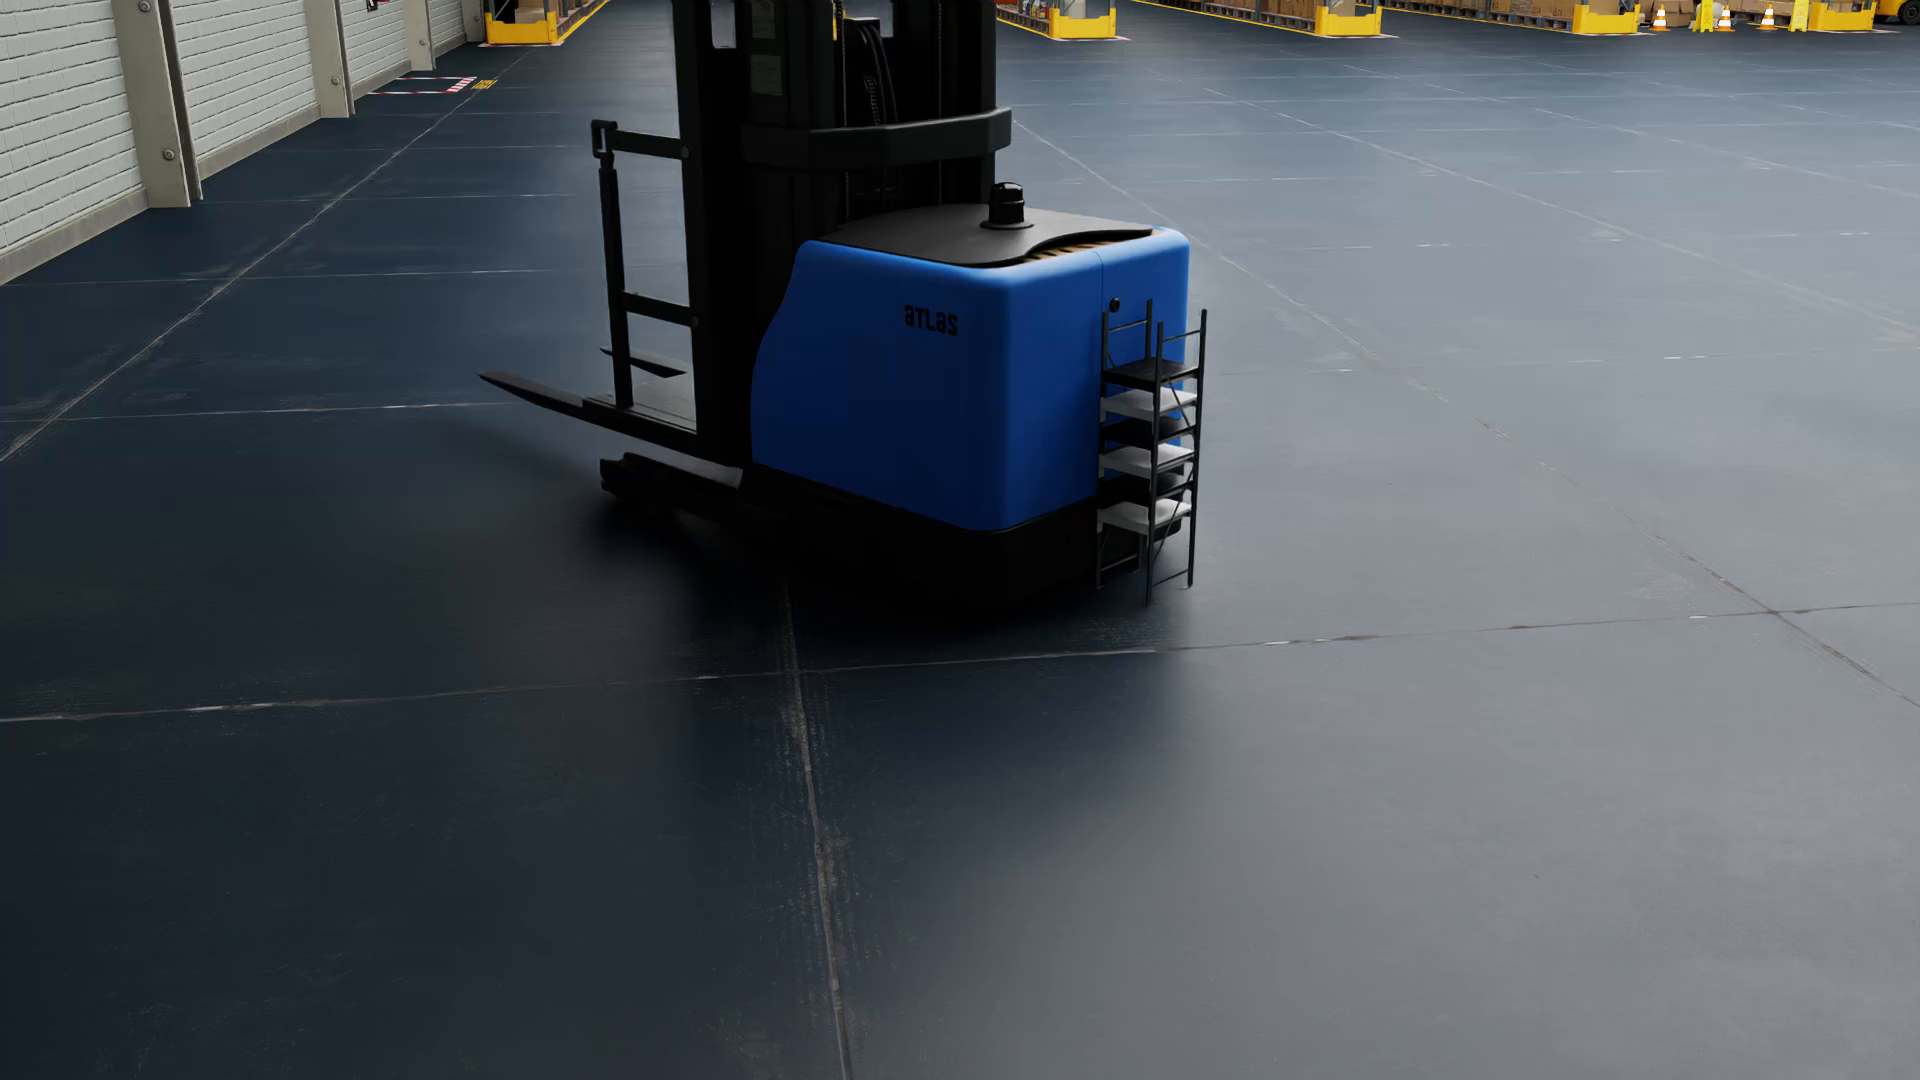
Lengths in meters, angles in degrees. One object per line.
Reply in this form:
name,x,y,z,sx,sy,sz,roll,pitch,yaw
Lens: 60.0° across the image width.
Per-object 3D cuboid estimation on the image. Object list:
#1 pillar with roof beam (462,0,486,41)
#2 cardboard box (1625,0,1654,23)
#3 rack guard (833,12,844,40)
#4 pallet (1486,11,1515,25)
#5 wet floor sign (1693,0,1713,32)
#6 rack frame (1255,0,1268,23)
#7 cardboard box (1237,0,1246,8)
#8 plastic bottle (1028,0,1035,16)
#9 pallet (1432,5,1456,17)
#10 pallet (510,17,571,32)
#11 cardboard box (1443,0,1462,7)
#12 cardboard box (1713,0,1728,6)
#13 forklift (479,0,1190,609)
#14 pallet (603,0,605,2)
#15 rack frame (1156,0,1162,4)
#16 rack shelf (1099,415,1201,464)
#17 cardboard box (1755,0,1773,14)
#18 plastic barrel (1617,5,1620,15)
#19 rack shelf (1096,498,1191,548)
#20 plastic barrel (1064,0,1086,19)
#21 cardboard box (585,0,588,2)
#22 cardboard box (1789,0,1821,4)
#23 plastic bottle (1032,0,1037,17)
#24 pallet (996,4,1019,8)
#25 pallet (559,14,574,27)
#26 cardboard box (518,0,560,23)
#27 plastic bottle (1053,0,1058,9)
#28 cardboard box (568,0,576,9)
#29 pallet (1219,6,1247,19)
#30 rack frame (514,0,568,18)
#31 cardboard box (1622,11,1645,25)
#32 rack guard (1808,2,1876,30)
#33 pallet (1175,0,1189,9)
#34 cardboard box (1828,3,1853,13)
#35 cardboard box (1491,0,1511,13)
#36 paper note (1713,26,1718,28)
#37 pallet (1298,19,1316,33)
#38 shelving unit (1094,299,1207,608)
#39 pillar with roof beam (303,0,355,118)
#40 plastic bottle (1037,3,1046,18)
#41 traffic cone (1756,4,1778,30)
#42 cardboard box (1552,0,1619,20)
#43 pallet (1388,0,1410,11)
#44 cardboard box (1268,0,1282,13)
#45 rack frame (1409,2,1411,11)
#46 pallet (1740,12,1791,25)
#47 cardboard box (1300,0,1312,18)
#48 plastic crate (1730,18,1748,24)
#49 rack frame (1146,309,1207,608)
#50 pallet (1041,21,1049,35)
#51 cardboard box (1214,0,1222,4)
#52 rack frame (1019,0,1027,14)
pillar with roof beam,-4.237,-13.196,28.185,9.100,9.000,0.400,-3,21,-8
cardboard box,14.069,-10.917,34.032,0.797,0.637,0.503,-3,21,-8
rack guard,-2.636,-9.041,29.209,1.175,0.500,0.348,-3,21,-8
pallet,11.543,-10.746,34.185,1.003,0.211,1.213,-3,21,-8
wet floor sign,14.051,-9.921,31.357,0.267,0.644,0.232,-7,21,-17
rack frame,6.588,-12.104,33.836,1.000,3.000,0.127,-3,21,-8
cardboard box,6.389,-11.712,35.732,0.700,0.500,0.500,-5,21,-12
plastic bottle,1.419,-10.454,32.575,0.144,0.351,0.185,-4,21,-10
pallet,11.145,-11.699,36.739,1.003,0.211,1.213,-3,21,-8
pallet,-7.985,-9.817,31.700,1.003,0.211,1.213,-3,21,-8
cardboard box,11.197,-12.007,36.191,1.050,0.750,0.750,-3,21,-8
cardboard box,16.212,-11.295,34.999,0.500,0.250,0.500,-4,21,-10
forklift,-0.673,-1.581,5.759,3.031,2.935,1.130,18,27,40
pallet,-9.654,-13.930,42.711,1.003,0.211,1.213,-3,21,-8
rack frame,5.434,-14.874,41.252,1.000,3.000,0.127,-3,21,-8
rack shelf,0.586,-0.321,5.126,0.200,0.077,0.258,18,27,40
cardboard box,16.440,-10.754,33.553,0.500,0.250,0.500,-4,21,-10
plastic barrel,13.192,-10.797,34.019,0.512,0.421,0.421,12,24,30
rack shelf,0.586,-0.068,5.221,0.200,0.077,0.258,18,27,40
plastic barrel,2.093,-9.724,30.421,0.421,0.512,0.421,0,20,0
cardboard box,-8.790,-12.494,37.353,0.750,0.750,0.750,-3,21,-8
cardboard box,16.597,-10.743,32.450,0.500,0.500,0.500,-3,21,-7
plastic bottle,1.481,-10.306,32.181,0.144,0.351,0.185,-3,21,-8
pallet,1.183,-11.663,36.640,1.003,0.211,1.213,-3,21,-8
pallet,-8.231,-10.318,33.039,1.003,0.211,1.213,-3,21,-8
cardboard box,-7.690,-9.703,30.351,0.700,0.500,0.500,-4,21,-11
plastic bottle,1.922,-10.604,32.976,0.144,0.351,0.185,-3,21,-8
cardboard box,-8.538,-11.528,35.238,0.700,0.500,0.500,-3,21,-7
pallet,6.295,-11.490,36.179,1.003,0.211,1.213,-3,21,-8
rack frame,-8.117,-11.354,31.830,1.000,3.000,0.127,-3,21,-8
cardboard box,13.581,-10.536,33.546,0.396,0.266,0.258,1,20,2
rack guard,16.960,-10.074,31.974,1.175,0.500,0.348,-3,21,-8
pallet,5.799,-12.881,39.902,1.003,0.211,1.213,-3,21,-8
cardboard box,17.128,-10.421,32.659,0.500,0.250,0.500,-3,21,-8
cardboard box,11.532,-11.299,34.118,0.875,0.875,0.875,-3,21,-7
paper note,14.865,-10.055,32.594,0.148,0.019,0.142,-11,23,-26
pallet,7.071,-9.722,31.445,1.003,0.211,1.213,-3,21,-8
shelving unit,0.586,-0.267,5.146,0.210,0.900,0.258,18,27,40
pillar with roof beam,-2.508,-9.041,17.061,9.100,9.000,0.400,-3,21,-8
plastic bottle,1.555,-10.102,31.740,0.152,0.276,0.135,-3,21,-7
traffic cone,15.632,-10.114,32.135,0.336,0.463,0.334,-3,21,-8
cardboard box,11.924,-10.367,31.622,0.875,0.875,0.875,-3,21,-7
pallet,10.823,-12.668,39.333,1.003,0.211,1.213,-3,21,-8
cardboard box,6.606,-10.989,33.824,0.500,0.500,0.500,-4,21,-9
rack frame,10.934,-13.704,38.121,1.000,3.000,0.127,-3,21,-8
pallet,16.705,-10.643,33.911,1.003,0.211,1.213,-3,21,-8
cardboard box,6.899,-10.385,32.206,0.500,0.500,0.500,-1,21,-3
plastic crate,15.809,-10.651,34.119,0.402,0.080,0.583,-11,23,-26
rack frame,0.660,-0.243,5.081,0.006,0.900,0.240,18,27,40
pallet,2.094,-9.468,30.765,1.003,0.211,1.213,-3,21,-8
cardboard box,6.127,-12.293,37.286,0.700,0.500,0.500,-4,21,-11
rack frame,1.686,-11.854,33.168,1.000,3.000,0.127,-3,21,-8
